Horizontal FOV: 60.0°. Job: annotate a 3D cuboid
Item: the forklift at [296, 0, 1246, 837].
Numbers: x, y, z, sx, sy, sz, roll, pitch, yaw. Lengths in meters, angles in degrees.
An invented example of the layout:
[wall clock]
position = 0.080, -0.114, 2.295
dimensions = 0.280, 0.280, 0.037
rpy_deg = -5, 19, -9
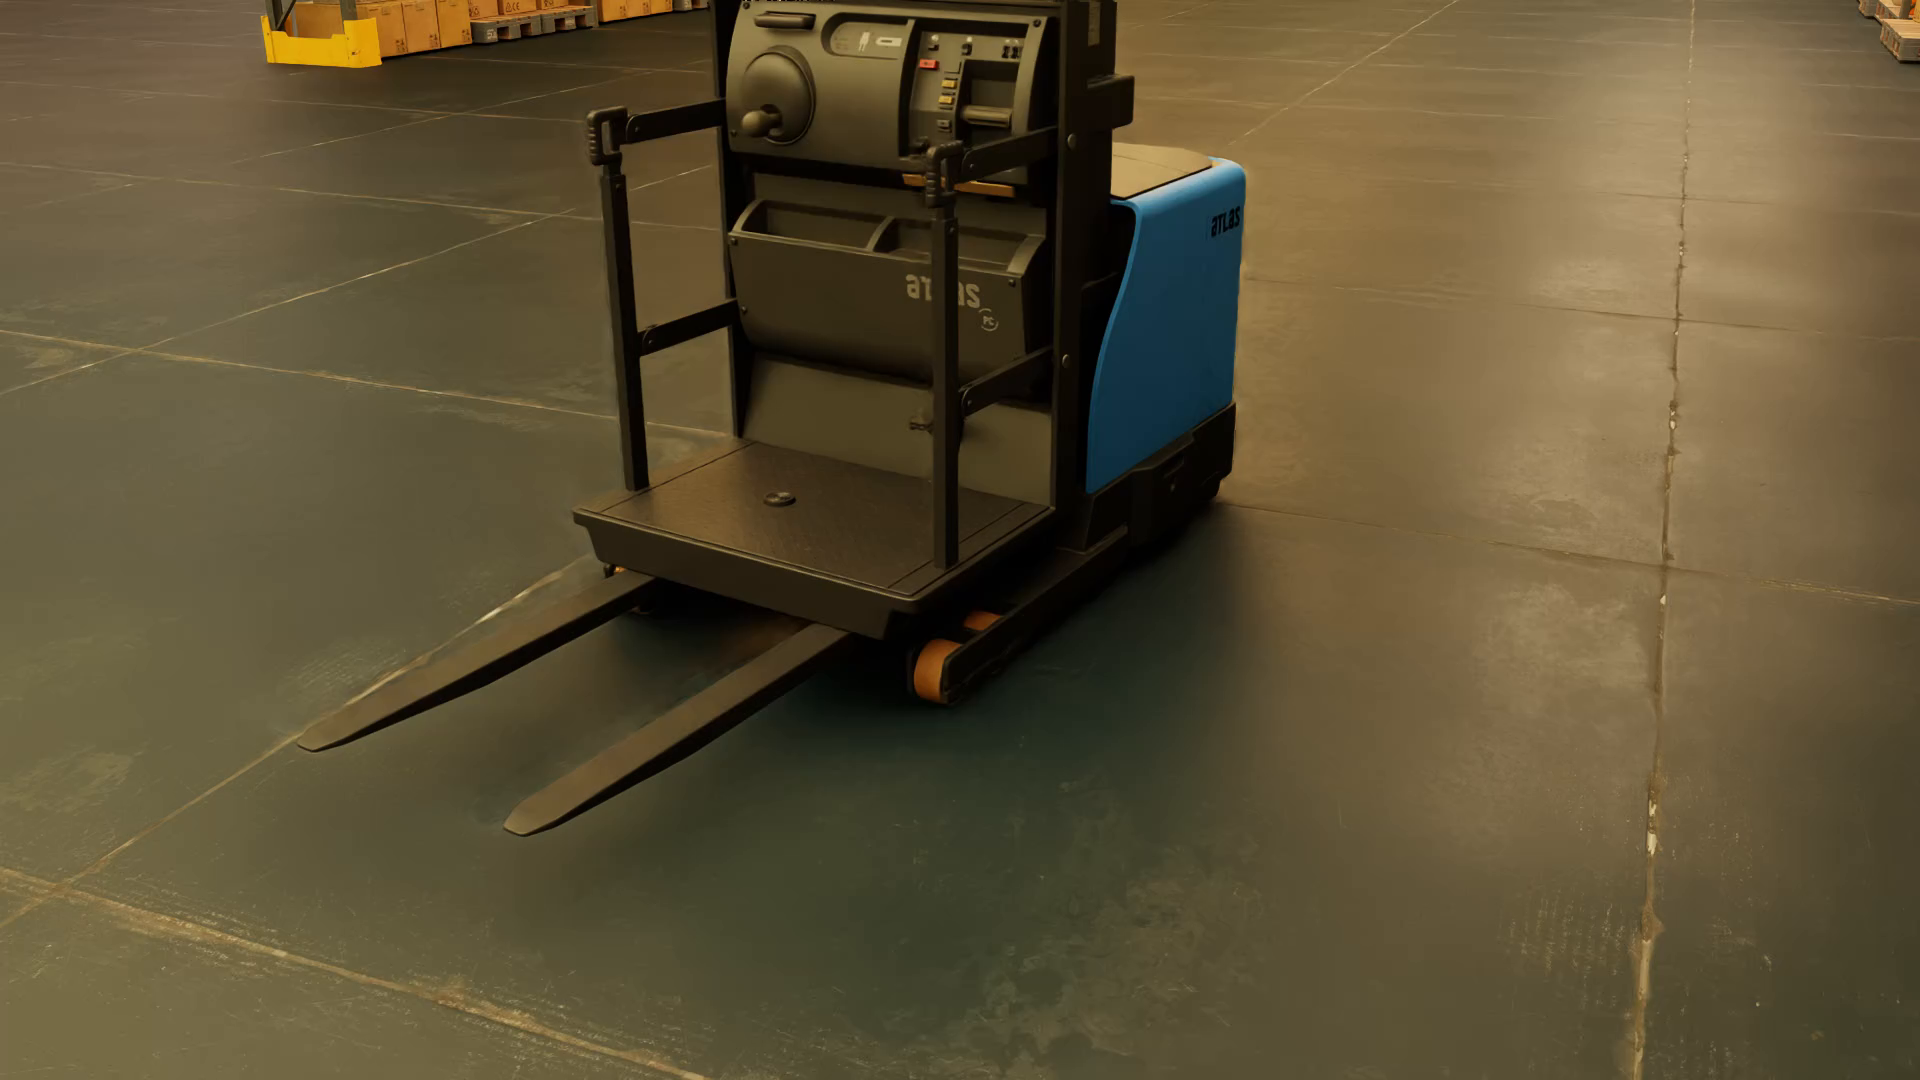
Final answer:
[forklift]
position = -0.314, -1.147, 4.036
dimensions = 1.130, 2.935, 3.031
rpy_deg = 14, 26, 29
